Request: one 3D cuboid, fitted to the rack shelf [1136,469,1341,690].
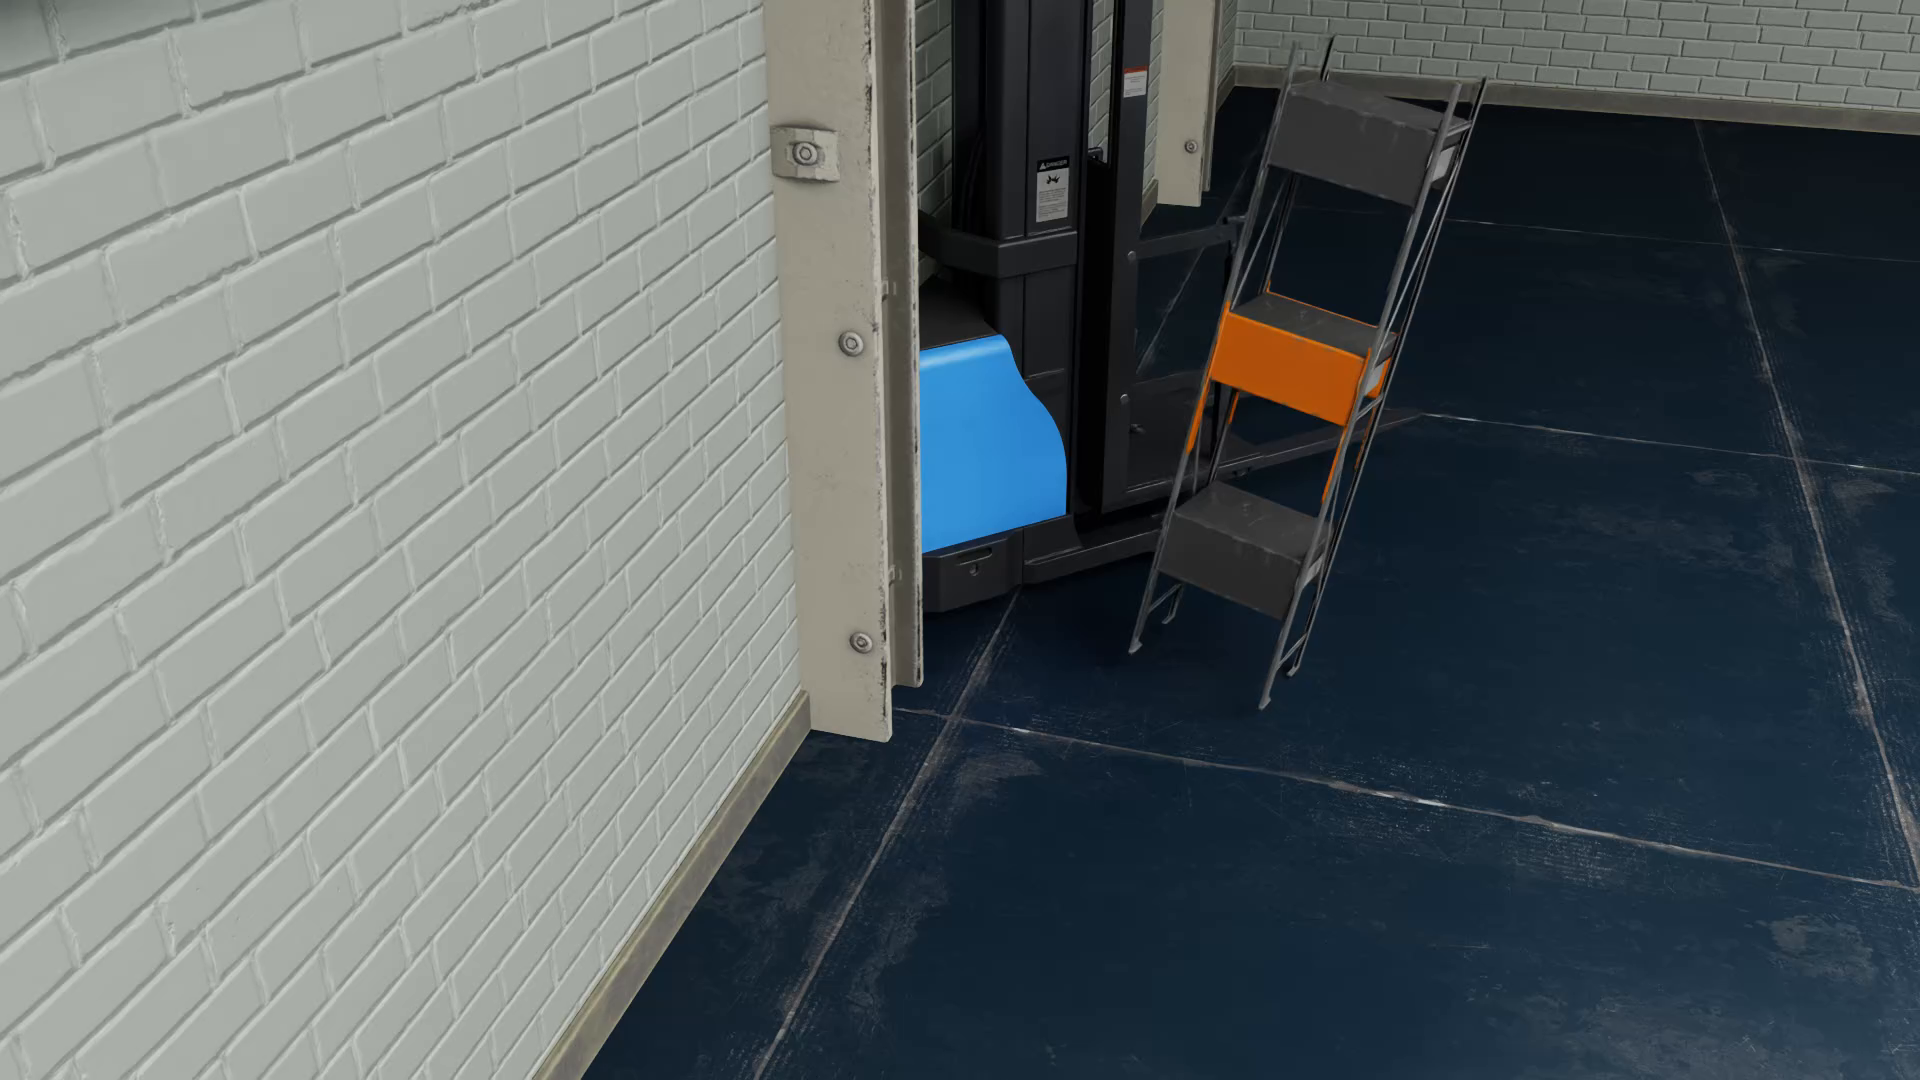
[{"bbox_3d":[0.957,0.127,5.701,0.480,0.518,0.431,23,27,22],"label":"rack shelf"}]

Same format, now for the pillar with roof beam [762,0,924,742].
[{"bbox_3d":[3.783,-2.758,2.450,9.100,9.000,0.400,8,30,15],"label":"pillar with roof beam"}]

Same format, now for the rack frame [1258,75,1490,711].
[{"bbox_3d":[1.301,-0.417,5.308,0.015,2.100,0.400,23,27,22],"label":"rack frame"}]

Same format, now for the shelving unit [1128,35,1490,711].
[{"bbox_3d":[1.092,-0.505,5.398,0.503,2.100,0.431,23,27,22],"label":"shelving unit"}]

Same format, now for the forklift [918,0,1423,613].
[{"bbox_3d":[0.548,-1.428,6.303,3.031,2.935,1.130,-15,32,-25],"label":"forklift"}]

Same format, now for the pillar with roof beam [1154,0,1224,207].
[{"bbox_3d":[5.544,-5.546,7.463,9.100,9.000,0.400,8,30,15],"label":"pillar with roof beam"}]

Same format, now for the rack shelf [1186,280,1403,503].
[{"bbox_3d":[1.089,-0.493,5.404,0.480,0.518,0.431,23,27,22],"label":"rack shelf"}]

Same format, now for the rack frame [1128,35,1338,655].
[{"bbox_3d":[0.883,-0.592,5.488,0.015,2.100,0.400,23,27,22],"label":"rack frame"}]

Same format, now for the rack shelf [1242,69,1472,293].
[{"bbox_3d":[1.222,-1.112,5.106,0.480,0.518,0.431,23,27,22],"label":"rack shelf"}]
